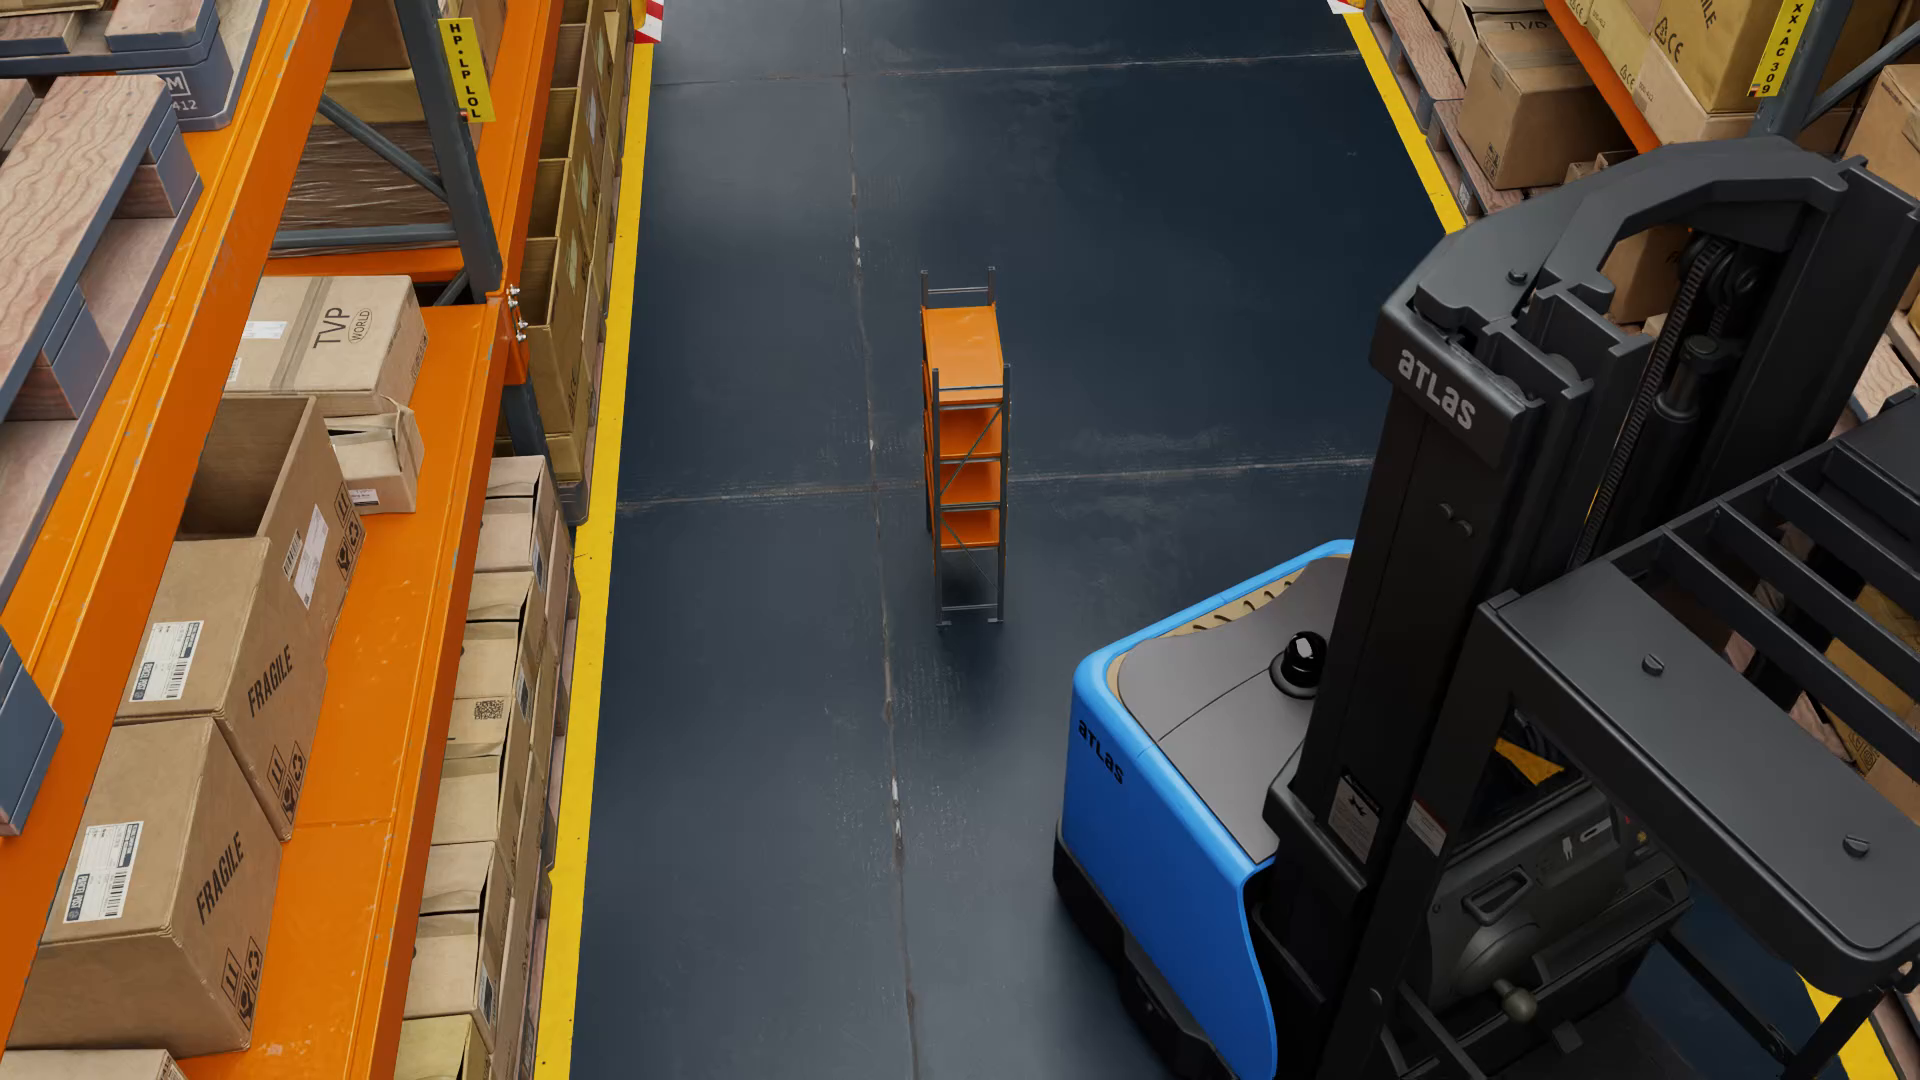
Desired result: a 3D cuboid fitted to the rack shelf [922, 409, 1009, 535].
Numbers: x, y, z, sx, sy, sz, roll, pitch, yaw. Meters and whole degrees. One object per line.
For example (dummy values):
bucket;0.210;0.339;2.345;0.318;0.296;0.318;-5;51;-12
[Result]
rack shelf;0.014;-0.247;5.750;0.258;0.148;0.480;-3;47;-3

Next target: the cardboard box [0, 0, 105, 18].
cardboard box;-1.842;-1.192;3.061;0.500;0.250;0.500;-8;47;-7

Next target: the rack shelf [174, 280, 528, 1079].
rack shelf;-1.765;0.784;3.937;1.077;0.370;4.000;-3;47;-3

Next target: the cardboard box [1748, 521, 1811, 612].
cardboard box;3.081;0.025;5.579;0.700;0.500;0.500;-2;47;-2

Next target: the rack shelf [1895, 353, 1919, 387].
rack shelf;3.171;0.480;4.225;1.077;0.370;4.000;-3;47;-3

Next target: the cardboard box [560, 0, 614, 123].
cardboard box;-1.828;-2.169;7.326;0.500;0.500;0.500;-3;47;-3

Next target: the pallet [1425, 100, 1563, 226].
pallet;2.806;-1.624;7.643;1.003;0.211;1.213;-3;47;-3

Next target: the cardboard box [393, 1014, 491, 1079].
cardboard box;-1.442;1.446;4.033;0.500;0.311;0.500;-5;47;-4

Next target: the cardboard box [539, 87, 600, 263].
cardboard box;-1.744;-1.446;6.641;0.500;0.500;0.500;-3;47;-3

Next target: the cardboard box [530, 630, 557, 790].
cardboard box;-1.569;0.539;5.278;0.500;0.250;0.500;-4;47;-4

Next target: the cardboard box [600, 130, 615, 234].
cardboard box;-1.791;-1.549;7.256;0.500;0.250;0.500;-3;47;-3

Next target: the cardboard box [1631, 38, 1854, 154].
cardboard box;2.661;-1.494;5.689;0.500;0.250;0.500;-3;47;-3

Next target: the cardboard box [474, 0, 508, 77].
cardboard box;-2.065;-2.010;6.019;0.700;0.500;0.500;-3;47;-3

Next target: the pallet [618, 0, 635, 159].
pallet;-2.162;-2.295;8.278;1.003;0.211;1.213;-3;47;-3

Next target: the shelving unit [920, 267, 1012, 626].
shelving unit;0.014;-0.293;5.701;0.258;1.200;0.503;-3;47;-3

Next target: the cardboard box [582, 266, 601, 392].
cardboard box;-1.706;-0.826;6.571;0.500;0.250;0.500;-3;47;-3

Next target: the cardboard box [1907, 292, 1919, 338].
cardboard box;3.051;-0.625;4.404;0.700;0.500;0.500;1;47;1

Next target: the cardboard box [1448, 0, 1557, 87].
cardboard box;2.684;-2.417;8.022;0.500;0.311;0.500;0;47;0

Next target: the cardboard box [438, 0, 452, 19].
cardboard box;-1.784;-1.556;5.142;0.380;0.149;0.250;-3;47;-3

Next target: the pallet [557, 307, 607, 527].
pallet;-1.958;-0.530;6.606;1.003;0.211;1.213;-3;47;-3

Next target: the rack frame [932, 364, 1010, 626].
rack frame;0.034;-0.116;5.534;0.240;1.200;0.015;-3;47;-3

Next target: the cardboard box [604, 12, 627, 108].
cardboard box;-1.875;-2.273;7.941;0.500;0.250;0.500;-3;47;-3

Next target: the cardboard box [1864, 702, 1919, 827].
cardboard box;3.177;0.768;4.876;0.700;0.500;0.500;-3;47;-3

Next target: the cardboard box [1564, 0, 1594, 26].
cardboard box;2.570;-2.218;6.374;0.500;0.250;0.500;-4;47;-4

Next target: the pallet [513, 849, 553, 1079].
pallet;-1.727;1.463;4.719;1.003;0.211;1.213;-3;47;-3

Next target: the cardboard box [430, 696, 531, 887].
cardboard box;-1.524;0.710;4.730;0.500;0.311;0.500;-4;47;-3

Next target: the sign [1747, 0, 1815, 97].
sign;2.463;-1.474;4.984;0.100;0.325;0.005;-3;47;-3

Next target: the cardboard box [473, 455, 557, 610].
cardboard box;-1.613;-0.027;5.428;0.500;0.311;0.500;-3;47;-3

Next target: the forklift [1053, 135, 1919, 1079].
forklift;1.468;0.805;3.468;1.130;2.935;3.031;-23;51;-20

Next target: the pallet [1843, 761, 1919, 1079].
pallet;3.175;1.192;4.976;1.003;0.211;1.213;-3;47;-3

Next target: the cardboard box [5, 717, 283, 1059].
cardboard box;-1.755;0.736;3.418;0.500;0.500;0.500;-6;47;-5

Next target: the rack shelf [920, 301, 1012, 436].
rack shelf;0.014;-0.563;5.416;0.258;0.148;0.480;-3;47;-3

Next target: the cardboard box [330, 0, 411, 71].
cardboard box;-1.976;-1.712;4.843;0.700;0.500;0.500;-3;47;-3

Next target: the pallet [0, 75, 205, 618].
pallet;-1.840;-0.278;2.511;1.003;0.211;1.213;-2;47;-1

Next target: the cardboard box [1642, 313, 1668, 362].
cardboard box;2.928;-0.777;6.568;0.380;0.166;0.250;-9;47;-8

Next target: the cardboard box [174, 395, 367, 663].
cardboard box;-1.841;-0.007;4.122;0.500;0.500;0.500;0;47;0

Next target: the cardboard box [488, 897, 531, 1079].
cardboard box;-1.484;1.277;4.579;0.500;0.250;0.500;-3;47;-2

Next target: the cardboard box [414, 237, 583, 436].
cardboard box;-1.660;-0.722;5.956;0.500;0.500;0.500;-3;47;-3

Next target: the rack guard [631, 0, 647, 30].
rack guard;-2.270;-2.963;8.712;1.175;0.500;0.348;-3;47;-3

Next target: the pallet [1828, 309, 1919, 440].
pallet;2.922;-0.587;4.872;1.003;0.211;1.213;-3;47;-3

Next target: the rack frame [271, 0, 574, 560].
rack frame;-1.933;-0.911;5.047;1.000;3.000;0.127;-3;47;-3

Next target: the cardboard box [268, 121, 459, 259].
cardboard box;-1.976;-1.266;5.314;0.700;0.500;0.500;-5;47;-4

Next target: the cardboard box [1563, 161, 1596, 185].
cardboard box;2.889;-1.544;7.307;0.380;0.149;0.250;-7;47;-6

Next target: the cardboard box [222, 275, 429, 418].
cardboard box;-1.848;-0.506;4.766;0.500;0.250;0.500;-1;47;-1

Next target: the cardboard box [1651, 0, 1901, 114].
cardboard box;2.655;-1.751;5.415;0.500;0.500;0.500;-4;47;-3
